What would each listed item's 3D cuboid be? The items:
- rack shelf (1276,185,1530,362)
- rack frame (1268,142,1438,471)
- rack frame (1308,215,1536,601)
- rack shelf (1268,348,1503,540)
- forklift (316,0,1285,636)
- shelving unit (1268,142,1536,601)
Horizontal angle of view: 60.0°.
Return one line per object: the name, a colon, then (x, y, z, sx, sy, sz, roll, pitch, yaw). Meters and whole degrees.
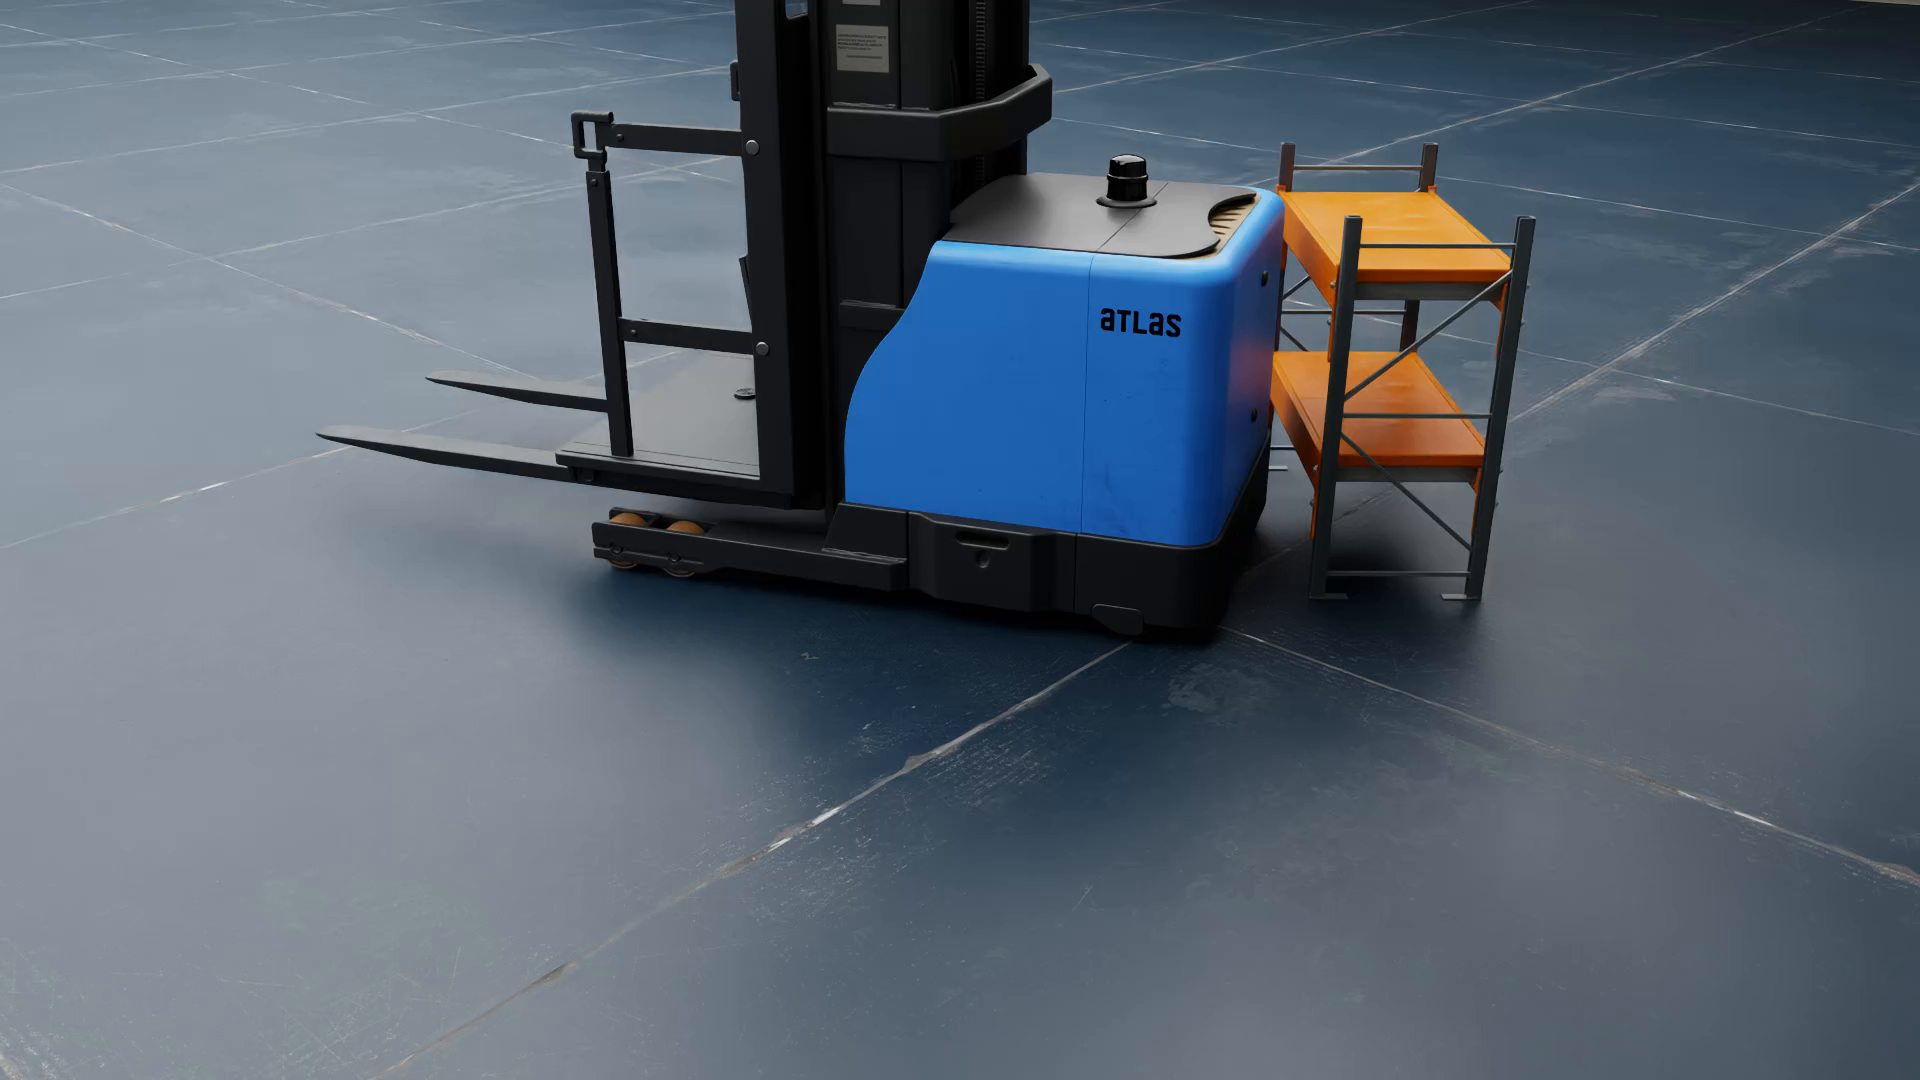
rack shelf: (1.277, -0.819, 4.985, 0.538, 0.278, 1.000, 0, 24, 0)
rack frame: (1.281, -0.760, 5.569, 0.500, 1.125, 0.032, 0, 24, 0)
rack frame: (1.272, -0.344, 4.641, 0.500, 1.125, 0.032, 0, 24, 0)
rack shelf: (1.276, -0.329, 5.205, 0.538, 0.278, 1.000, 0, 24, 0)
forklift: (-0.592, -1.419, 4.832, 3.031, 2.935, 1.130, 8, 25, 17)
shelving unit: (1.277, -0.552, 5.105, 0.538, 1.125, 1.048, 0, 24, 0)
